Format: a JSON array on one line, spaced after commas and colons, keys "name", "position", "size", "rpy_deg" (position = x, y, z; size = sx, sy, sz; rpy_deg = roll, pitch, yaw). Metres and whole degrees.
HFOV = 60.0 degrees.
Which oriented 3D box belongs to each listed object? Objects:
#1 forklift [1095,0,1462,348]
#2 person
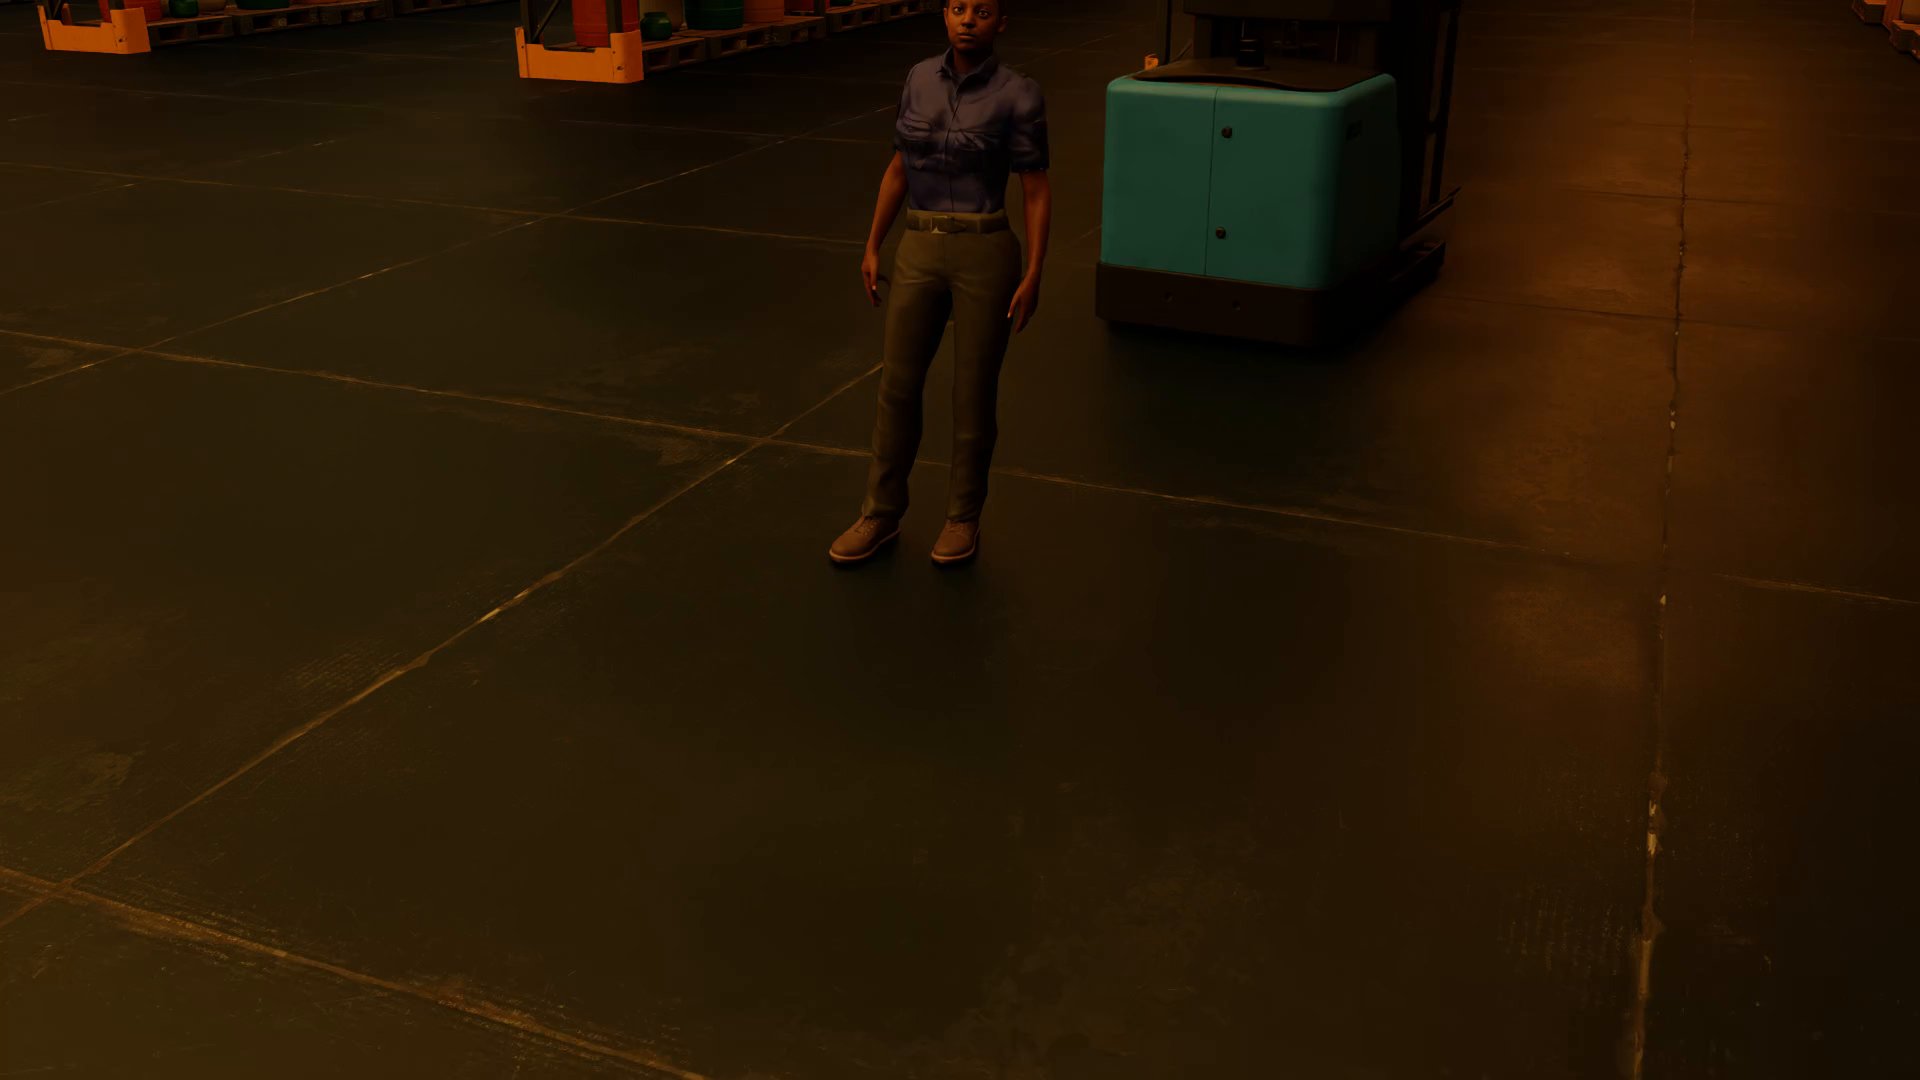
[{"name": "forklift", "position": [1.745, -2.666, 7.671], "size": [1.130, 2.935, 3.031], "rpy_deg": [12, 26, 27]}, {"name": "person", "position": [-0.052, -0.742, 4.703], "size": [0.569, 1.656, 0.503], "rpy_deg": [9, 24, 21]}]
